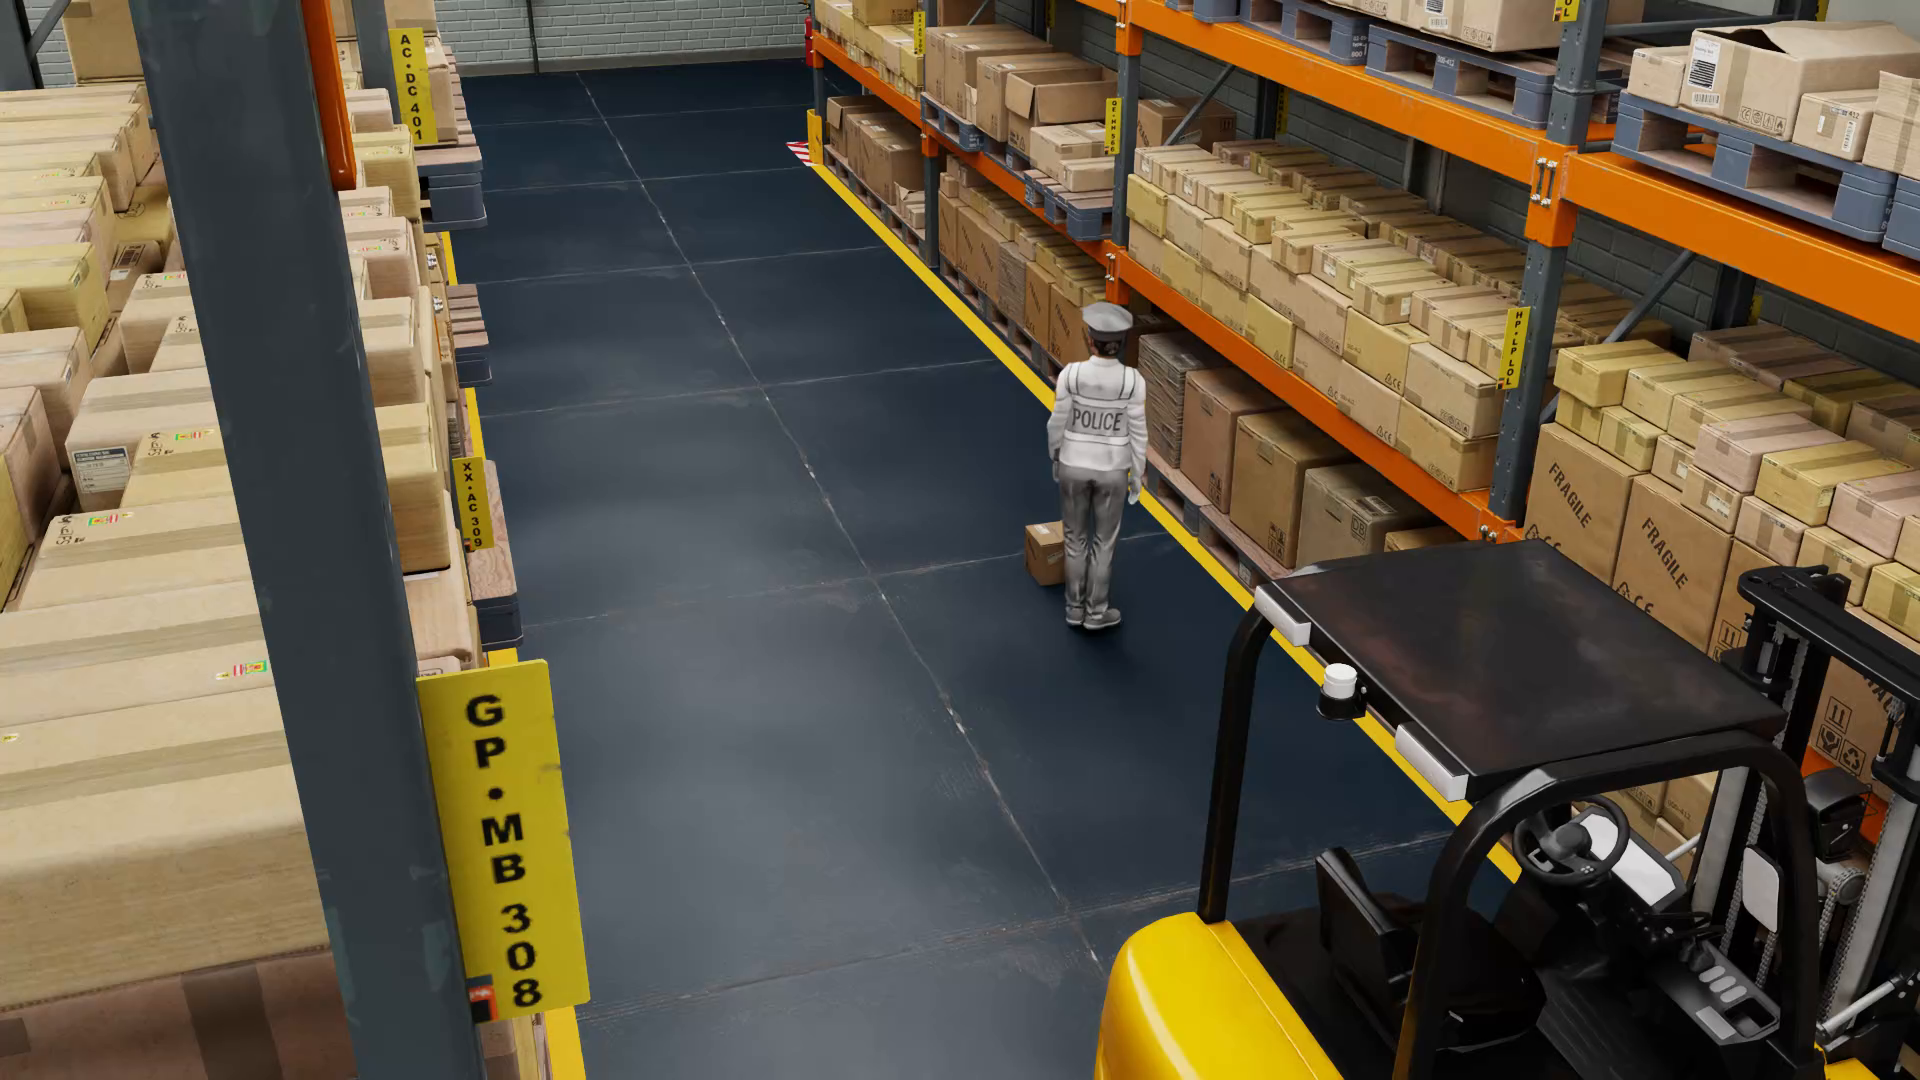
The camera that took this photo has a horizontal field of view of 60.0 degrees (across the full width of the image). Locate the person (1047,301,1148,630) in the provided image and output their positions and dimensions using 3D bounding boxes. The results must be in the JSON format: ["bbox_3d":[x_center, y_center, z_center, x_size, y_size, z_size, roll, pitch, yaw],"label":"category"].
[{"bbox_3d":[0.672,-0.331,8.237,0.497,1.702,0.334,5,27,9],"label":"person"}]
